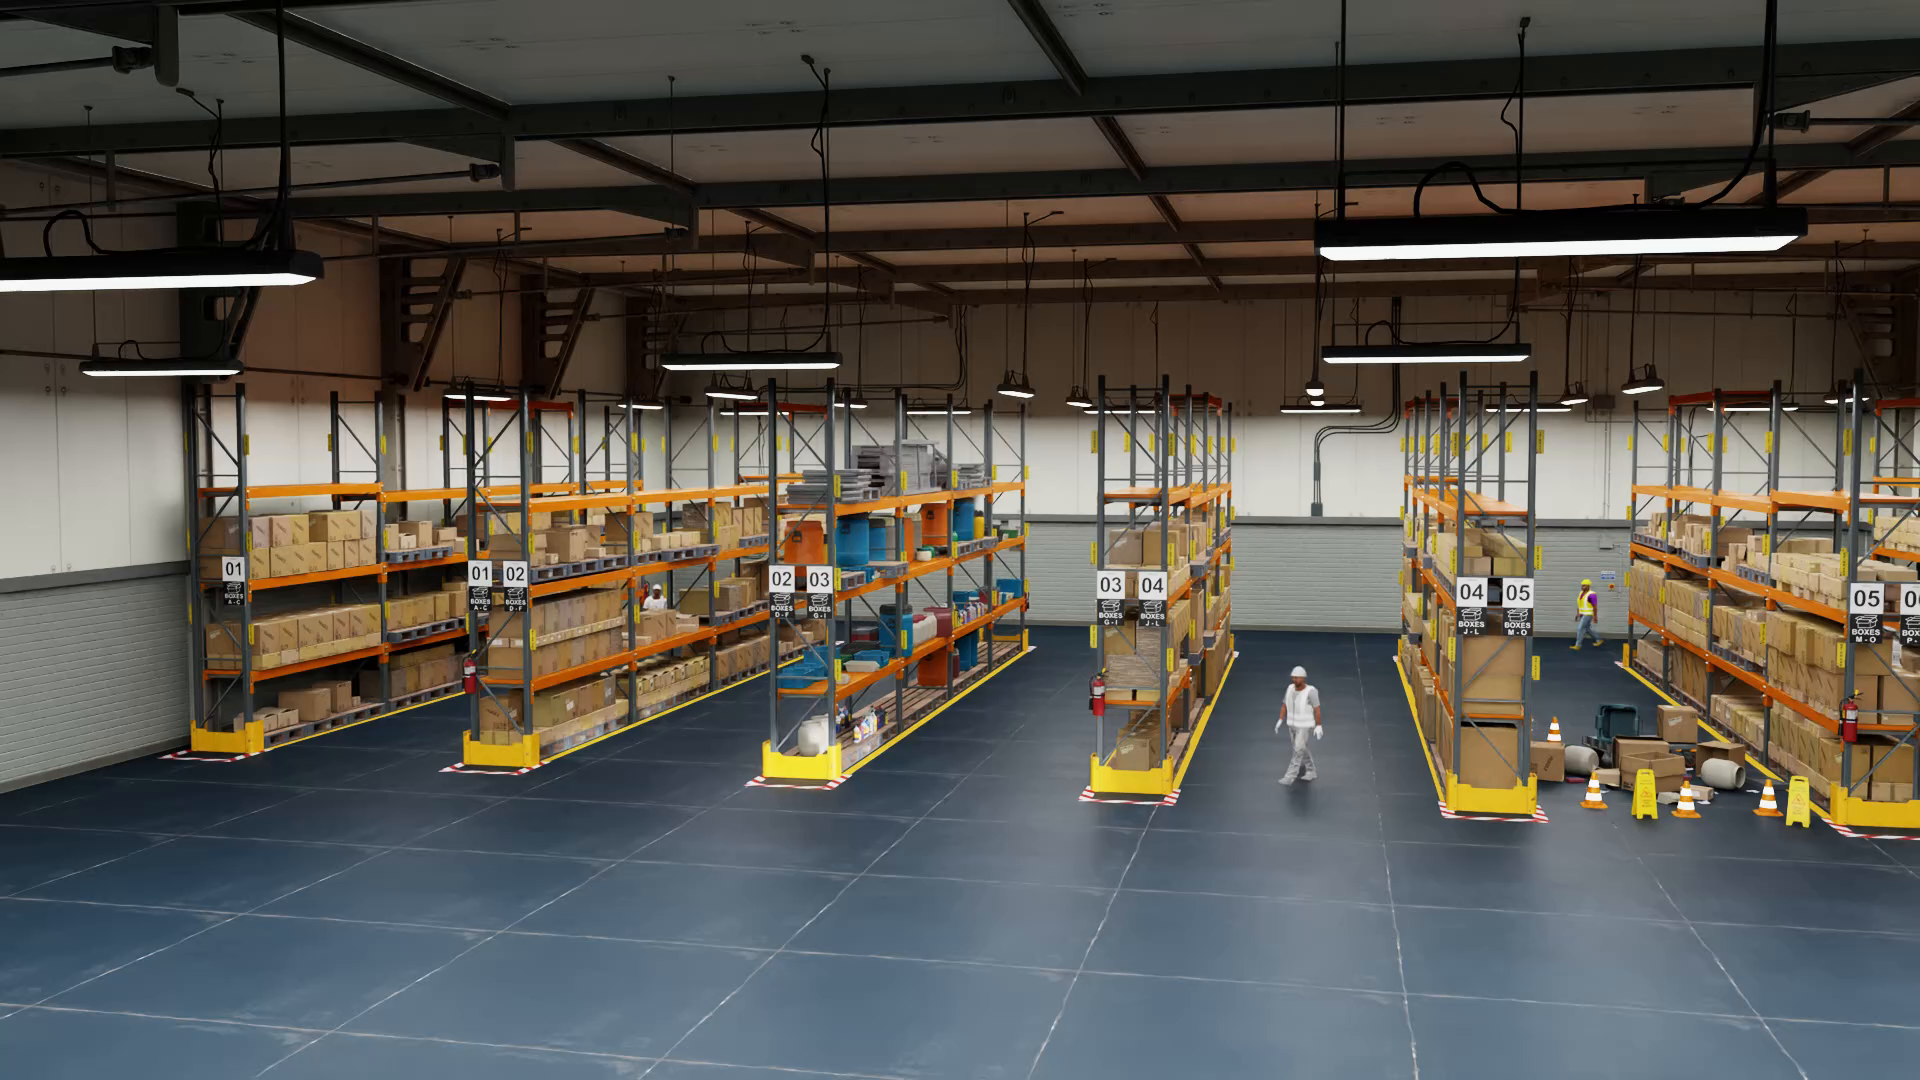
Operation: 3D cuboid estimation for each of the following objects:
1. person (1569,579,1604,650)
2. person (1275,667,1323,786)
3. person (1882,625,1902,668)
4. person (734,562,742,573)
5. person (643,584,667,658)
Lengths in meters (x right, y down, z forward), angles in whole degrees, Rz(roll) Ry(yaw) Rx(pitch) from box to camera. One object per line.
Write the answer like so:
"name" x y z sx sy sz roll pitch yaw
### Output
"person" 15.284 1.818 40.519 1.019 1.729 0.562 -1 3 -11
"person" 4.924 2.717 24.413 1.061 1.718 0.586 -2 4 -35
"person" 16.626 2.450 29.747 0.542 1.817 0.609 0 3 1
"person" -6.159 1.481 46.497 1.166 1.725 0.574 2 4 37
"person" -7.190 1.899 39.204 0.552 1.715 1.093 1 3 9
